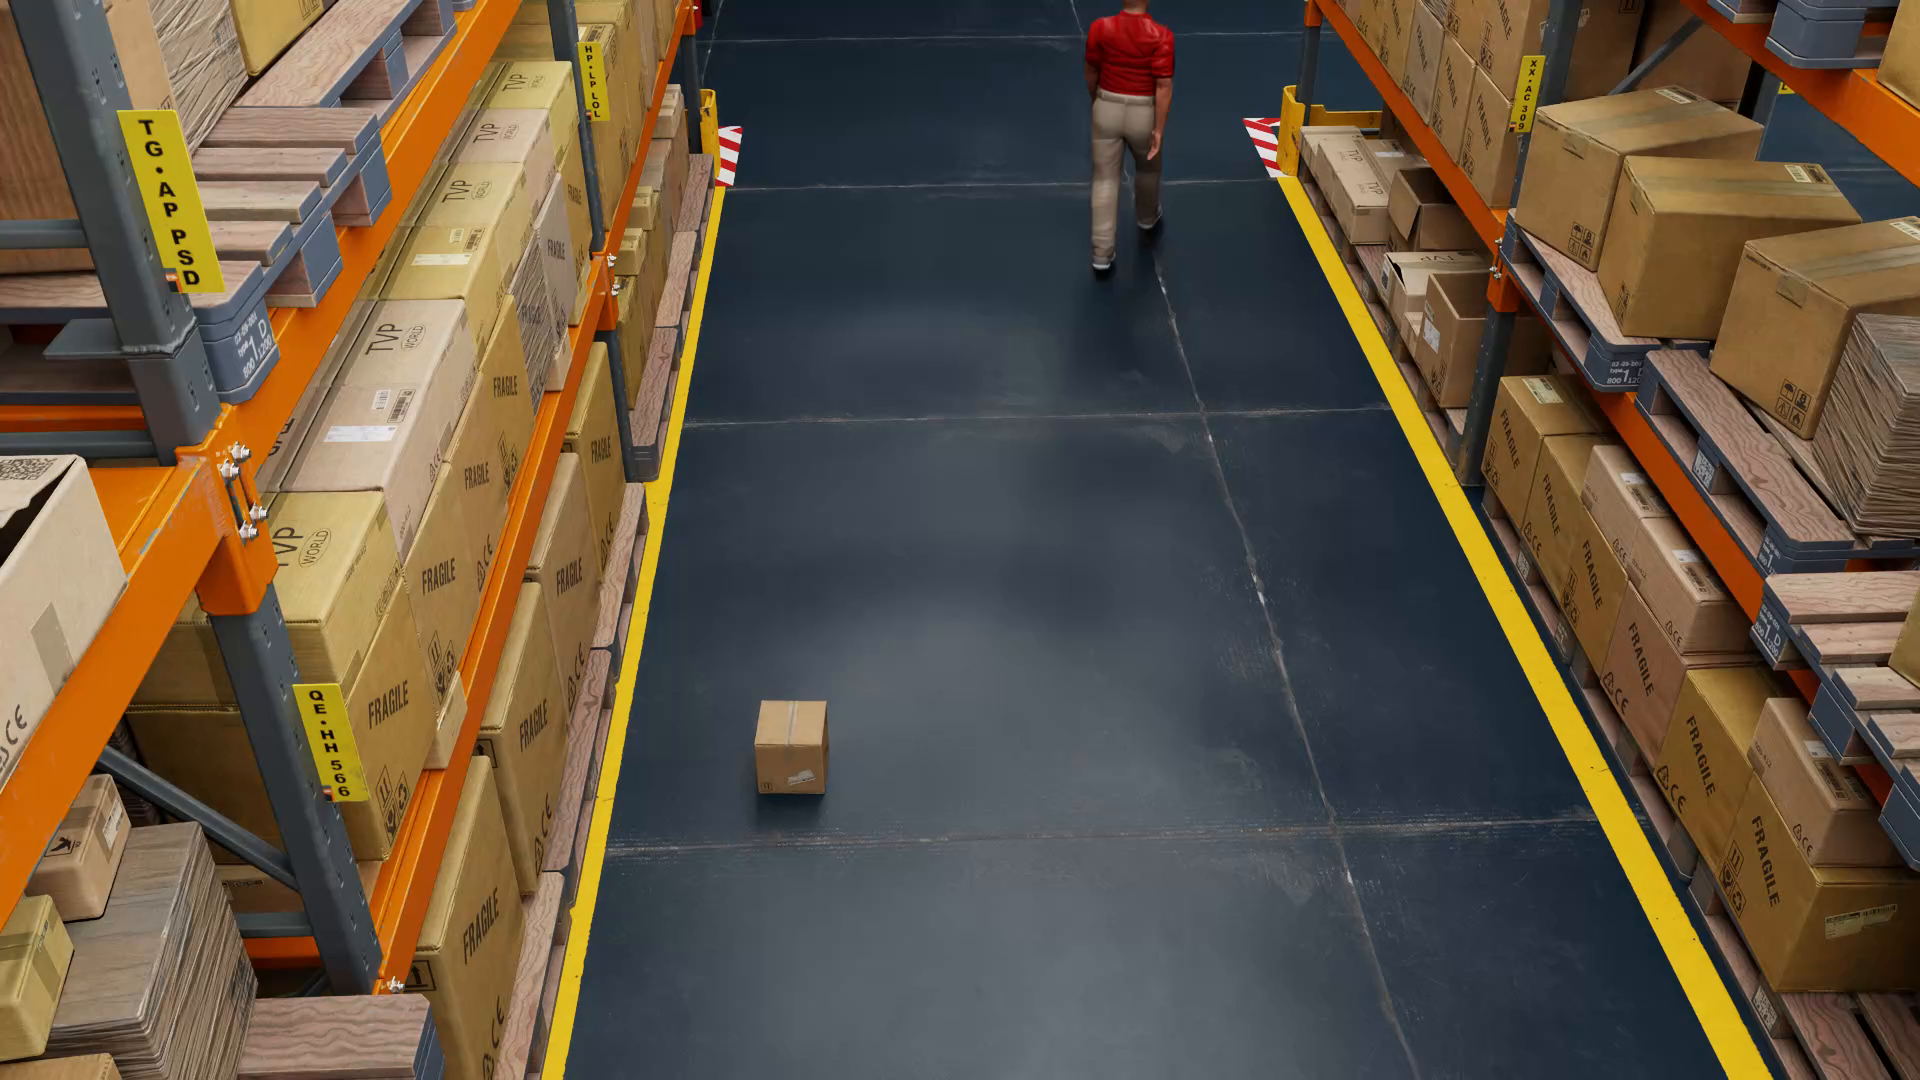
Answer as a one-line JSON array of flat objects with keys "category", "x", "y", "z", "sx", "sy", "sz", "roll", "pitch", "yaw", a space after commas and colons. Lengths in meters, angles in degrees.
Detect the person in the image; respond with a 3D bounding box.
[{"category": "person", "x": 0.986, "y": -2.521, "z": 9.740, "sx": 0.531, "sy": 1.662, "sz": 1.020, "roll": 7, "pitch": 36, "yaw": 9}]
